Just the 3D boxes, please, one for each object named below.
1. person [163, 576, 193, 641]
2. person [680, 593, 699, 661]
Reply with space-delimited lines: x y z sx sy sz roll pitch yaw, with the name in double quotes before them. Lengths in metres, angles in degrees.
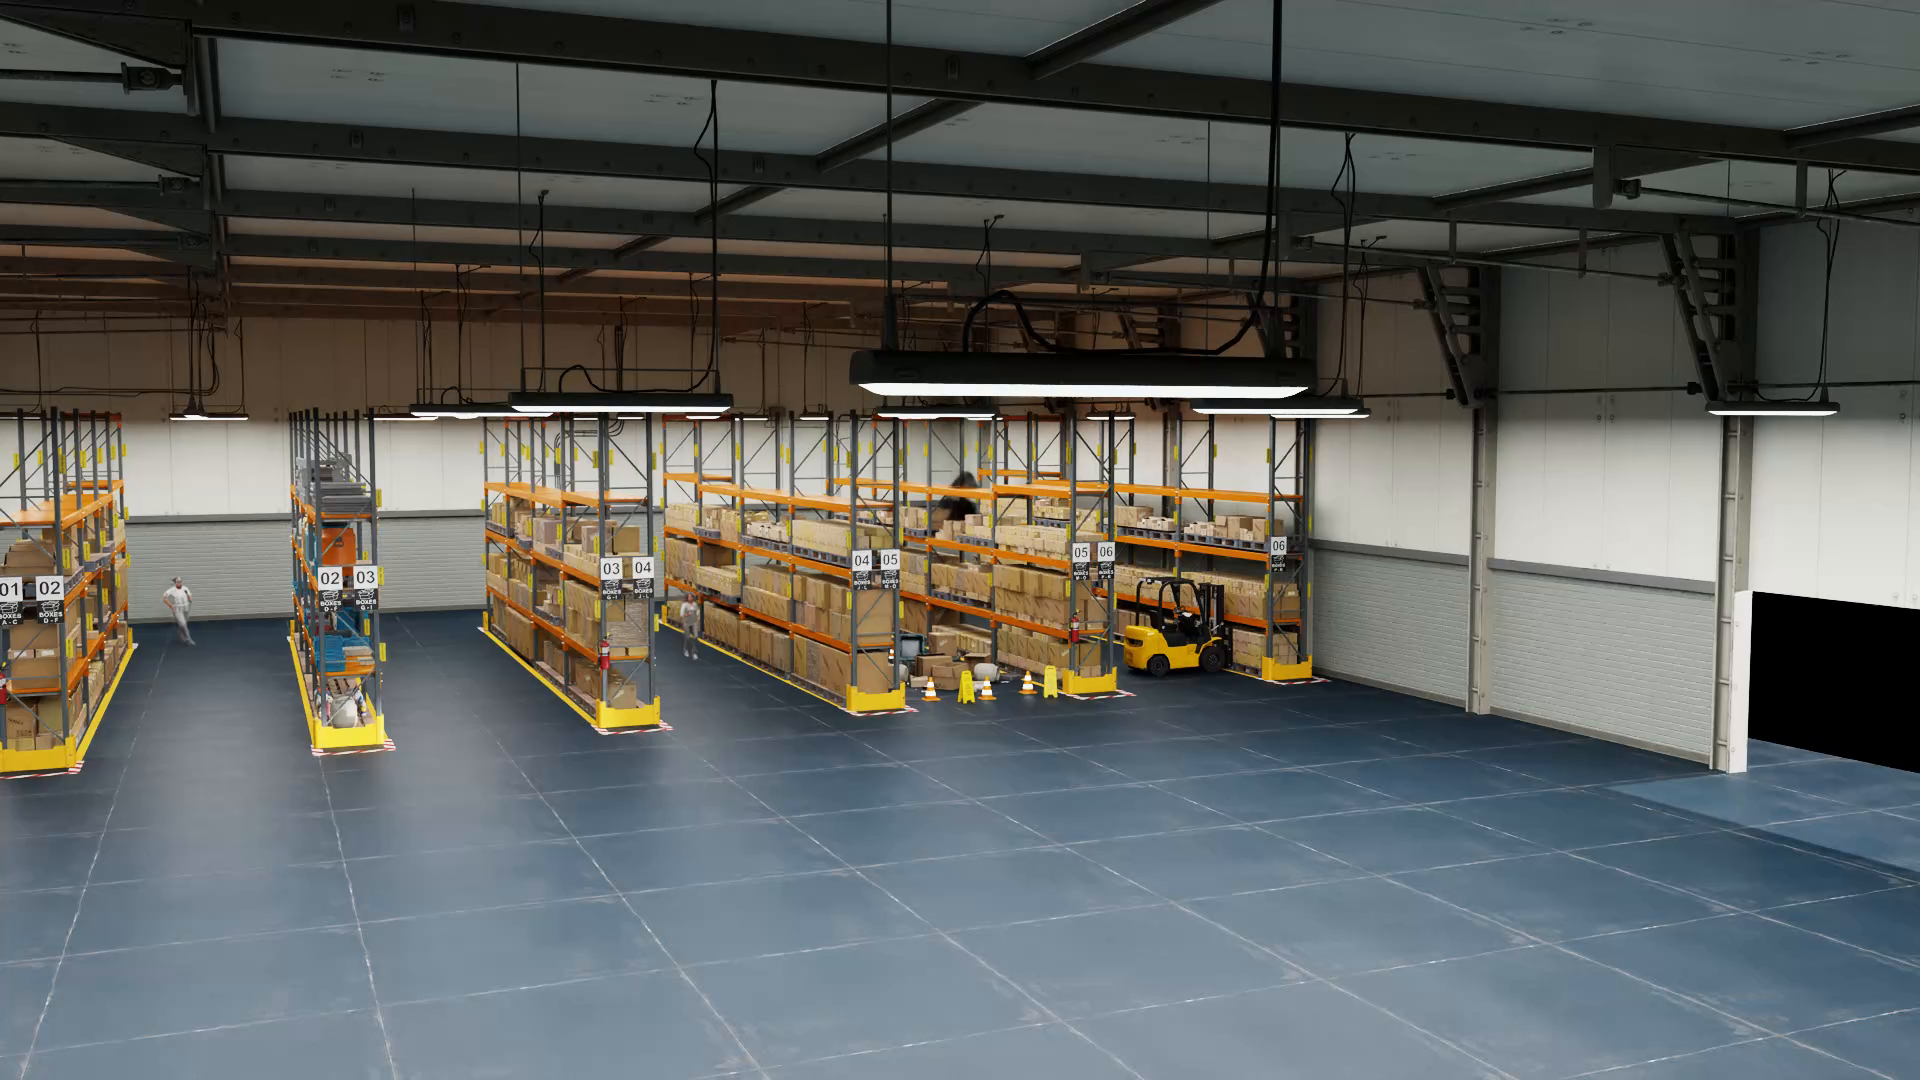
"person" -20.115 1.760 42.851 0.746 1.672 0.673 3 5 36
"person" -6.548 2.087 40.320 0.520 1.635 0.706 -2 4 -23
